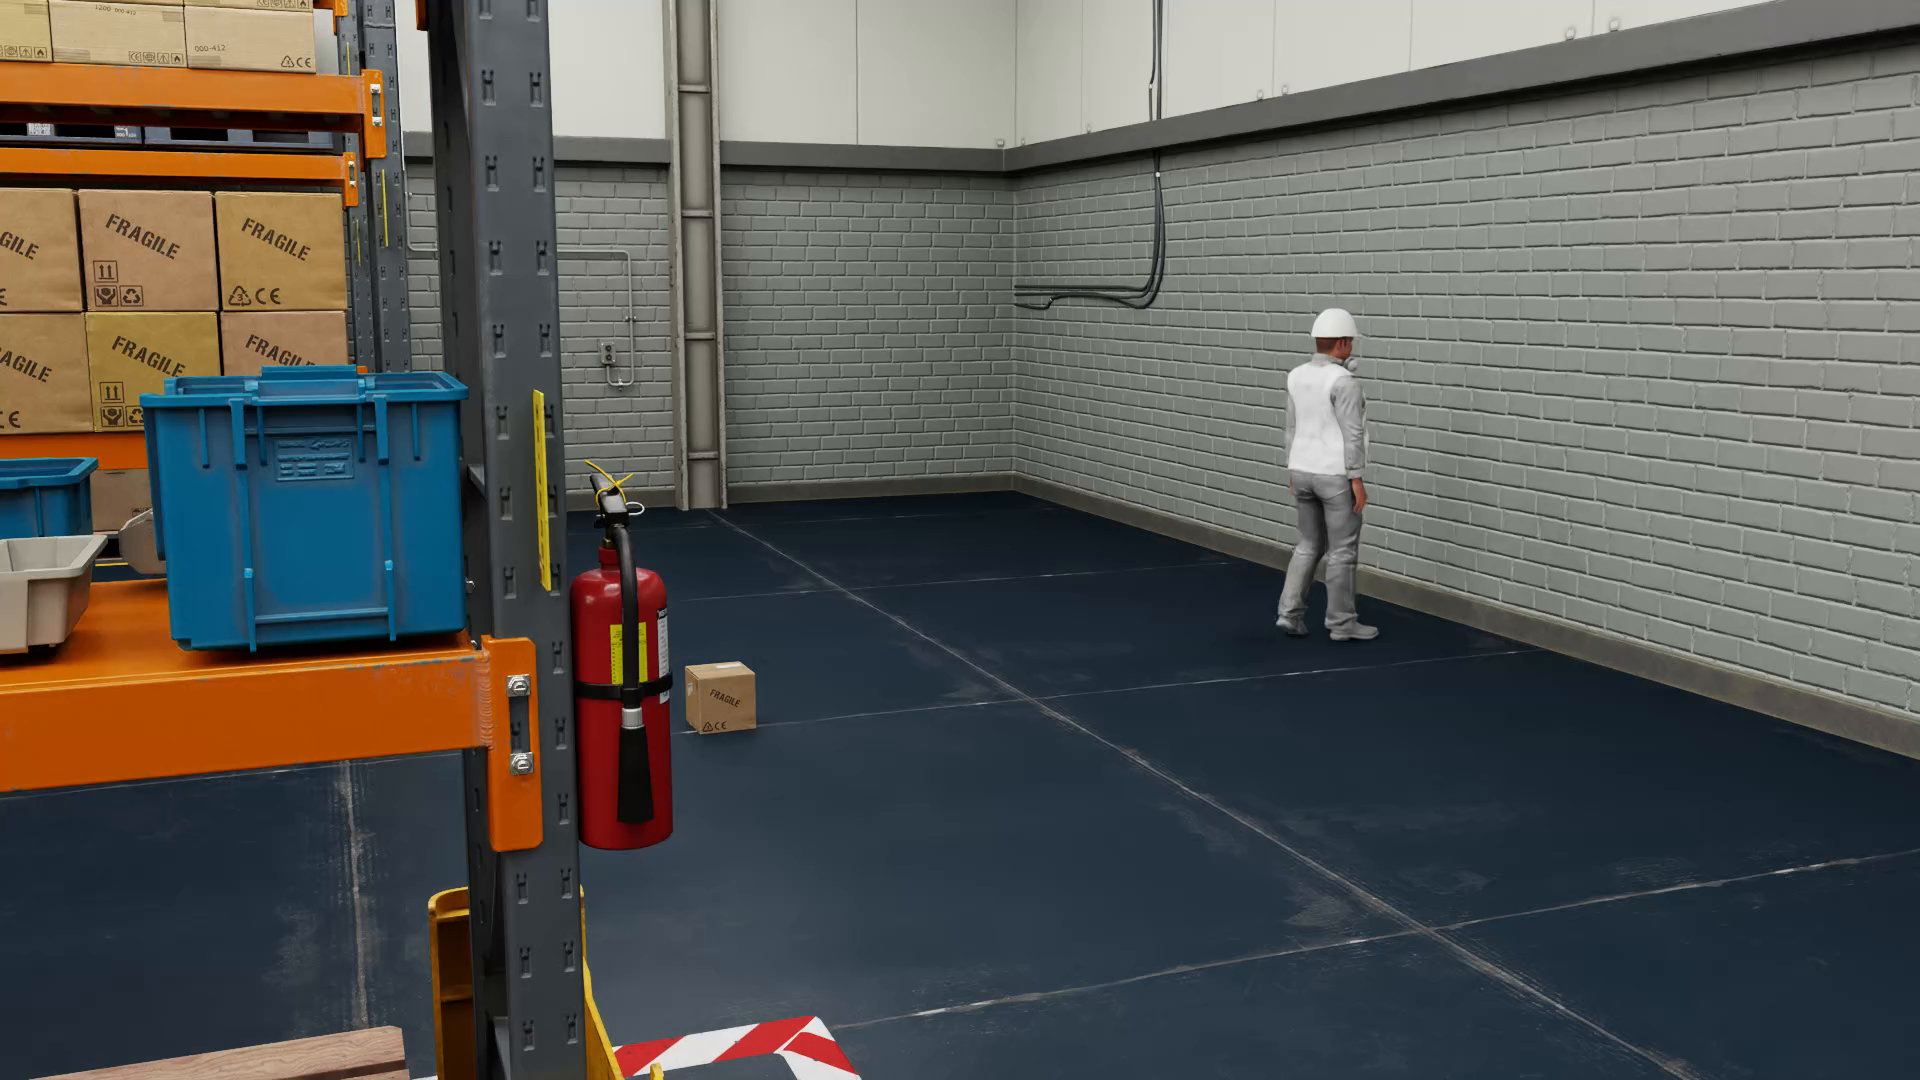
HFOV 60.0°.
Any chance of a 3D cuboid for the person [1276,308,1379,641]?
[{"bbox_3d":[2.023,-0.320,8.961,0.460,1.840,0.549,-5,10,-31],"label":"person"}]
